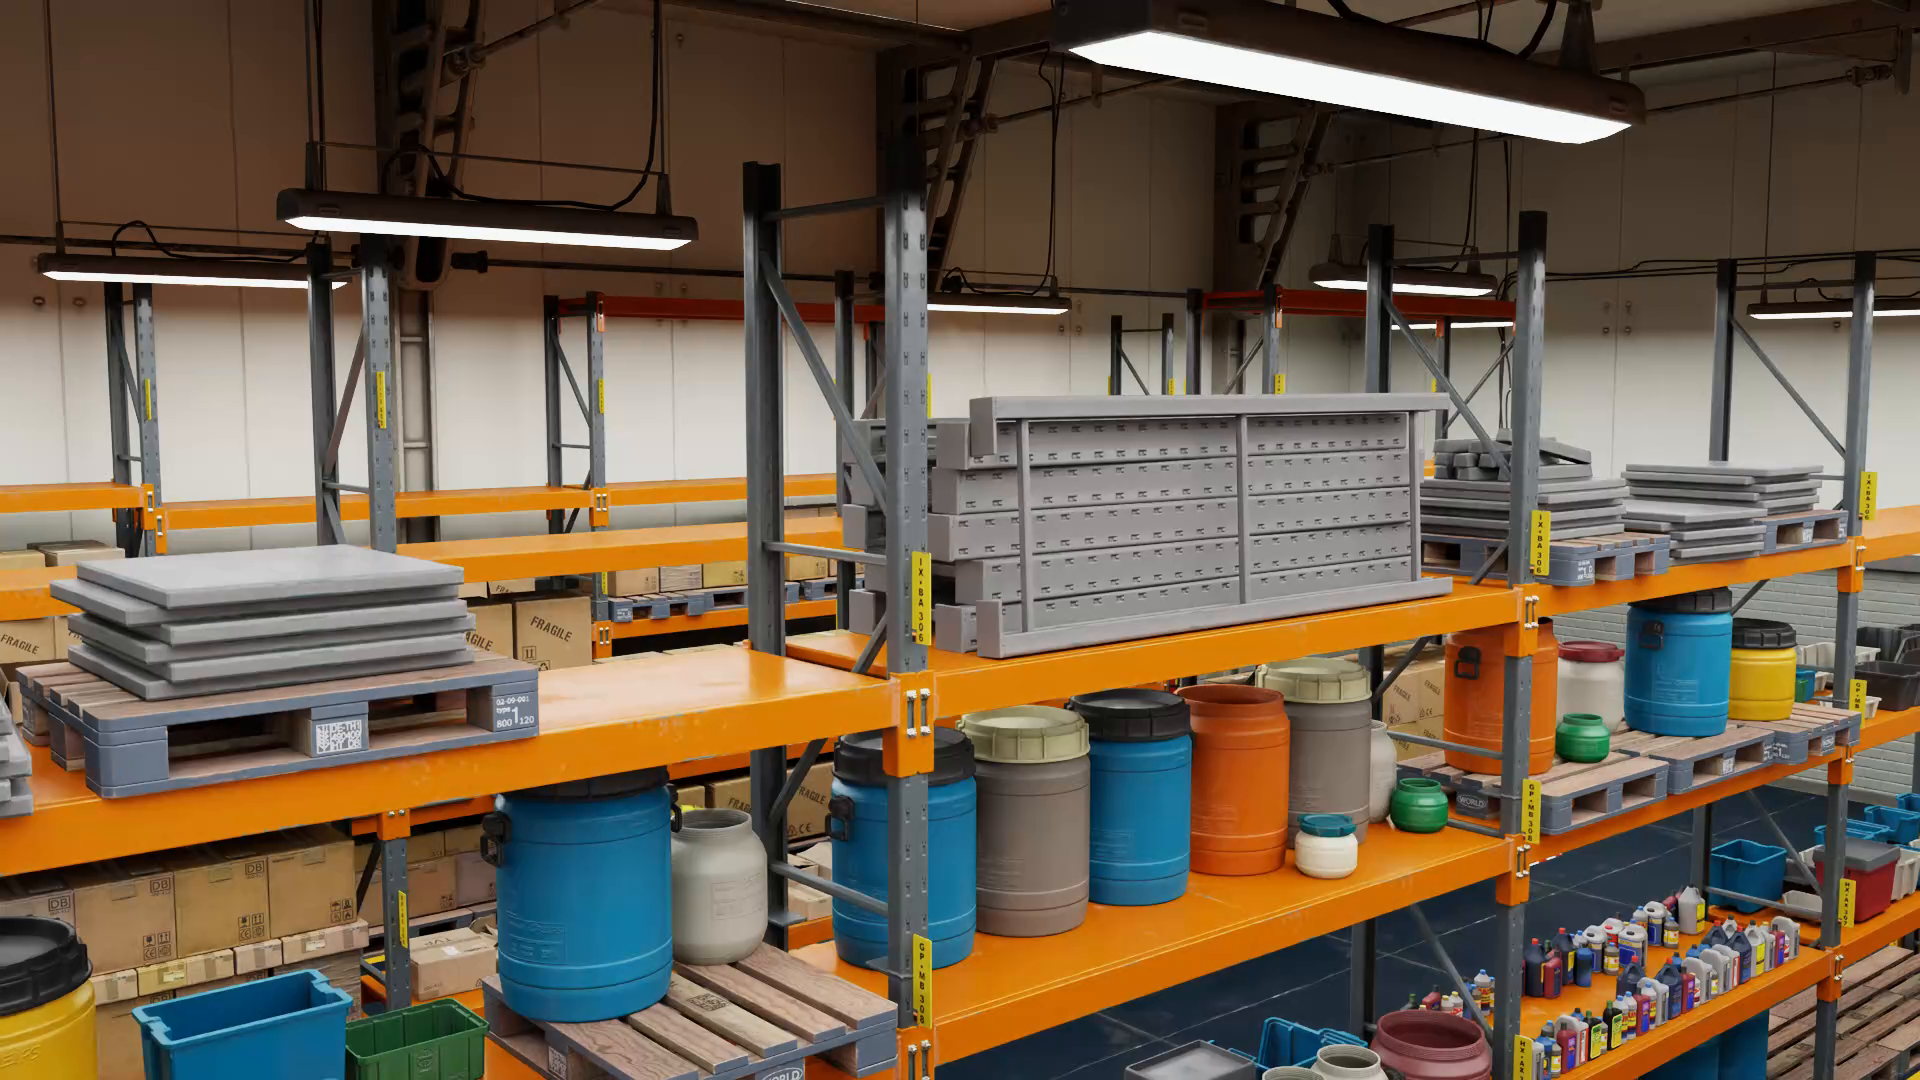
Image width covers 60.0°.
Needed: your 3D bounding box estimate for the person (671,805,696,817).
[{"bbox_3d":[-2.182,3.011,13.755,0.700,1.718,0.740,-4,7,-39],"label":"person"}]
